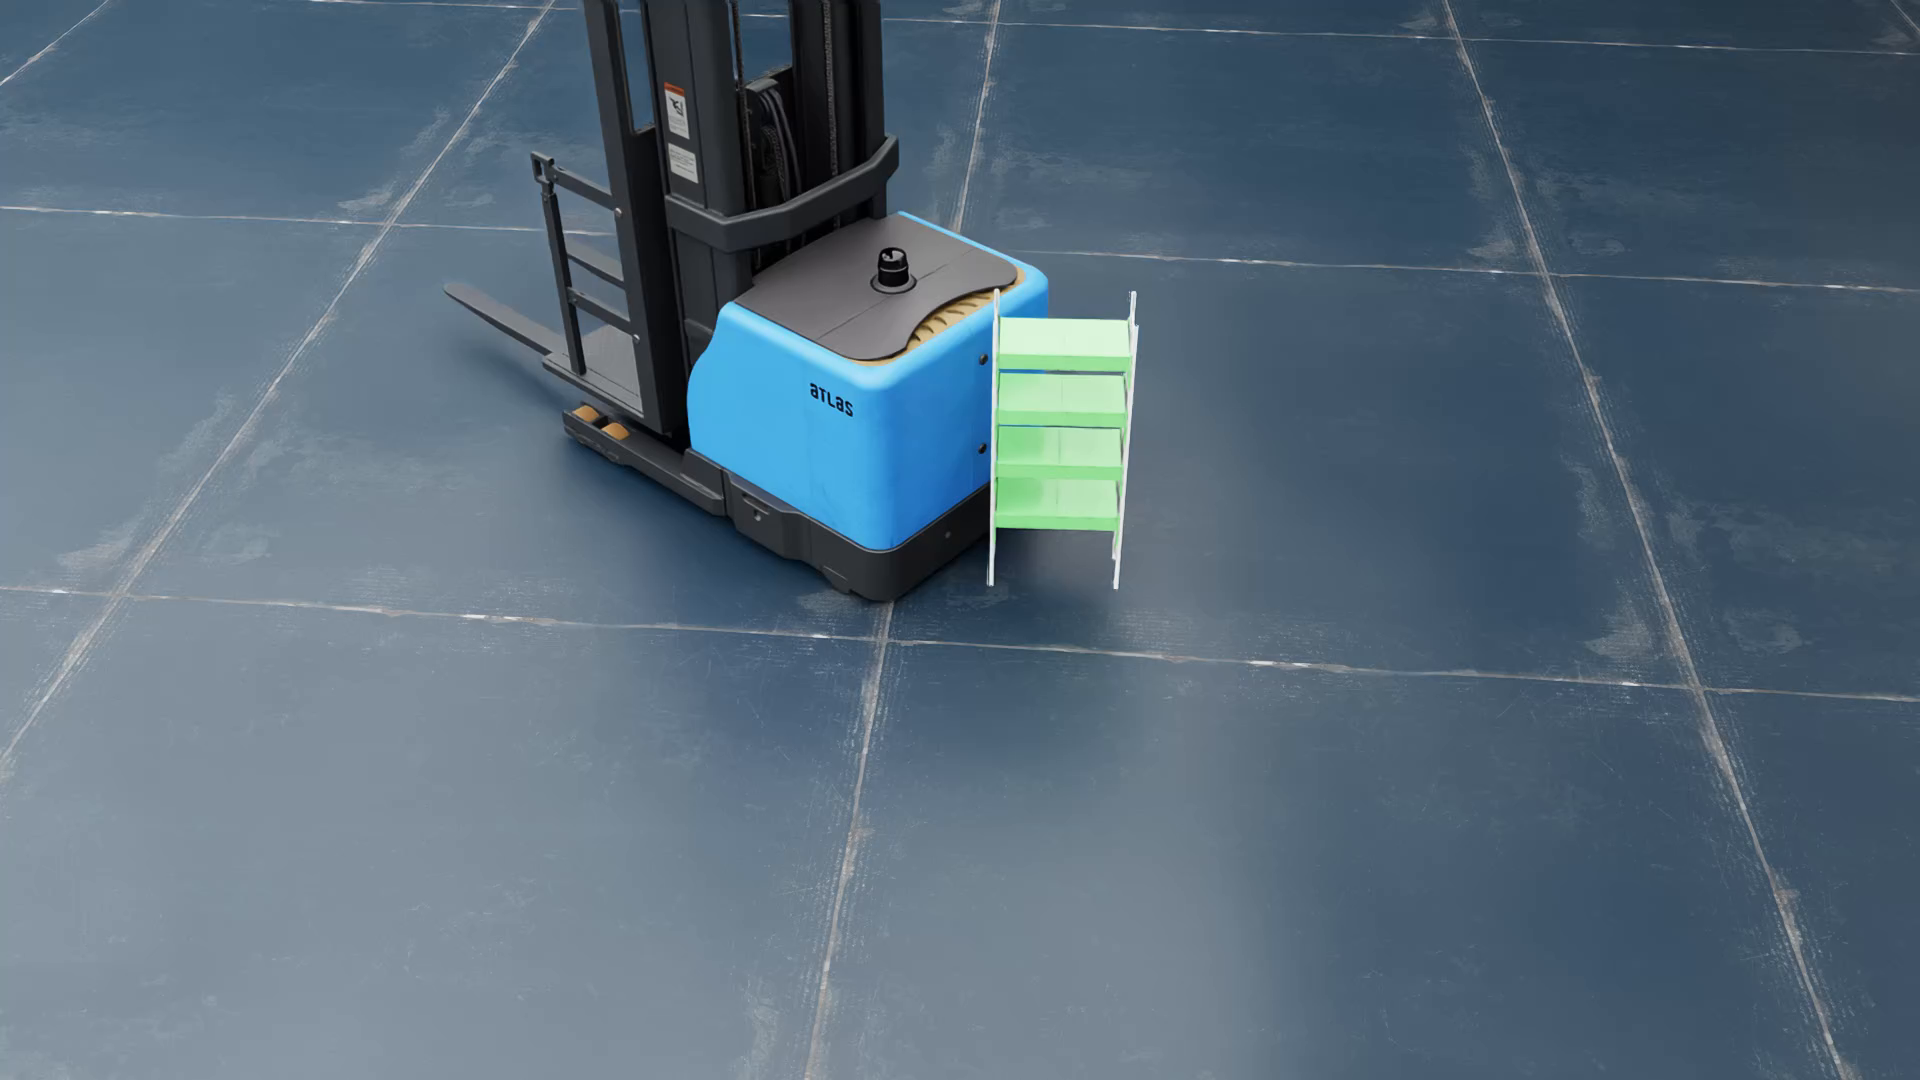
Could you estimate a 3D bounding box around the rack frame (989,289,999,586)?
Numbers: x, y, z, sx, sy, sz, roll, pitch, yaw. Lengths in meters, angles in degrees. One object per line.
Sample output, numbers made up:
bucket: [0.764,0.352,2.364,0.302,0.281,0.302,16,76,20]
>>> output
rack frame: [0.128,-0.359,6.241,0.015,1.200,0.240,2,39,2]

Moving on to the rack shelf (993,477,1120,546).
rack shelf: [0.371,-0.117,6.425,0.480,0.148,0.258,2,39,2]

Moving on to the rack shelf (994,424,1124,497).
rack shelf: [0.371,-0.303,6.273,0.480,0.148,0.258,2,39,2]

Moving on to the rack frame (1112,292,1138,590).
rack frame: [0.615,-0.346,6.224,0.015,1.200,0.240,2,39,2]

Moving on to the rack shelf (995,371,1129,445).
rack shelf: [0.371,-0.489,6.122,0.480,0.148,0.258,2,39,2]

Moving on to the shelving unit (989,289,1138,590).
shelving unit: [0.371,-0.353,6.233,0.503,1.200,0.258,2,39,2]

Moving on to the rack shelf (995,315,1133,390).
rack shelf: [0.371,-0.675,5.970,0.480,0.148,0.258,2,39,2]

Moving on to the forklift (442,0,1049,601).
forklift: [-1.091,-1.697,6.513,3.031,2.935,1.130,29,47,31]
